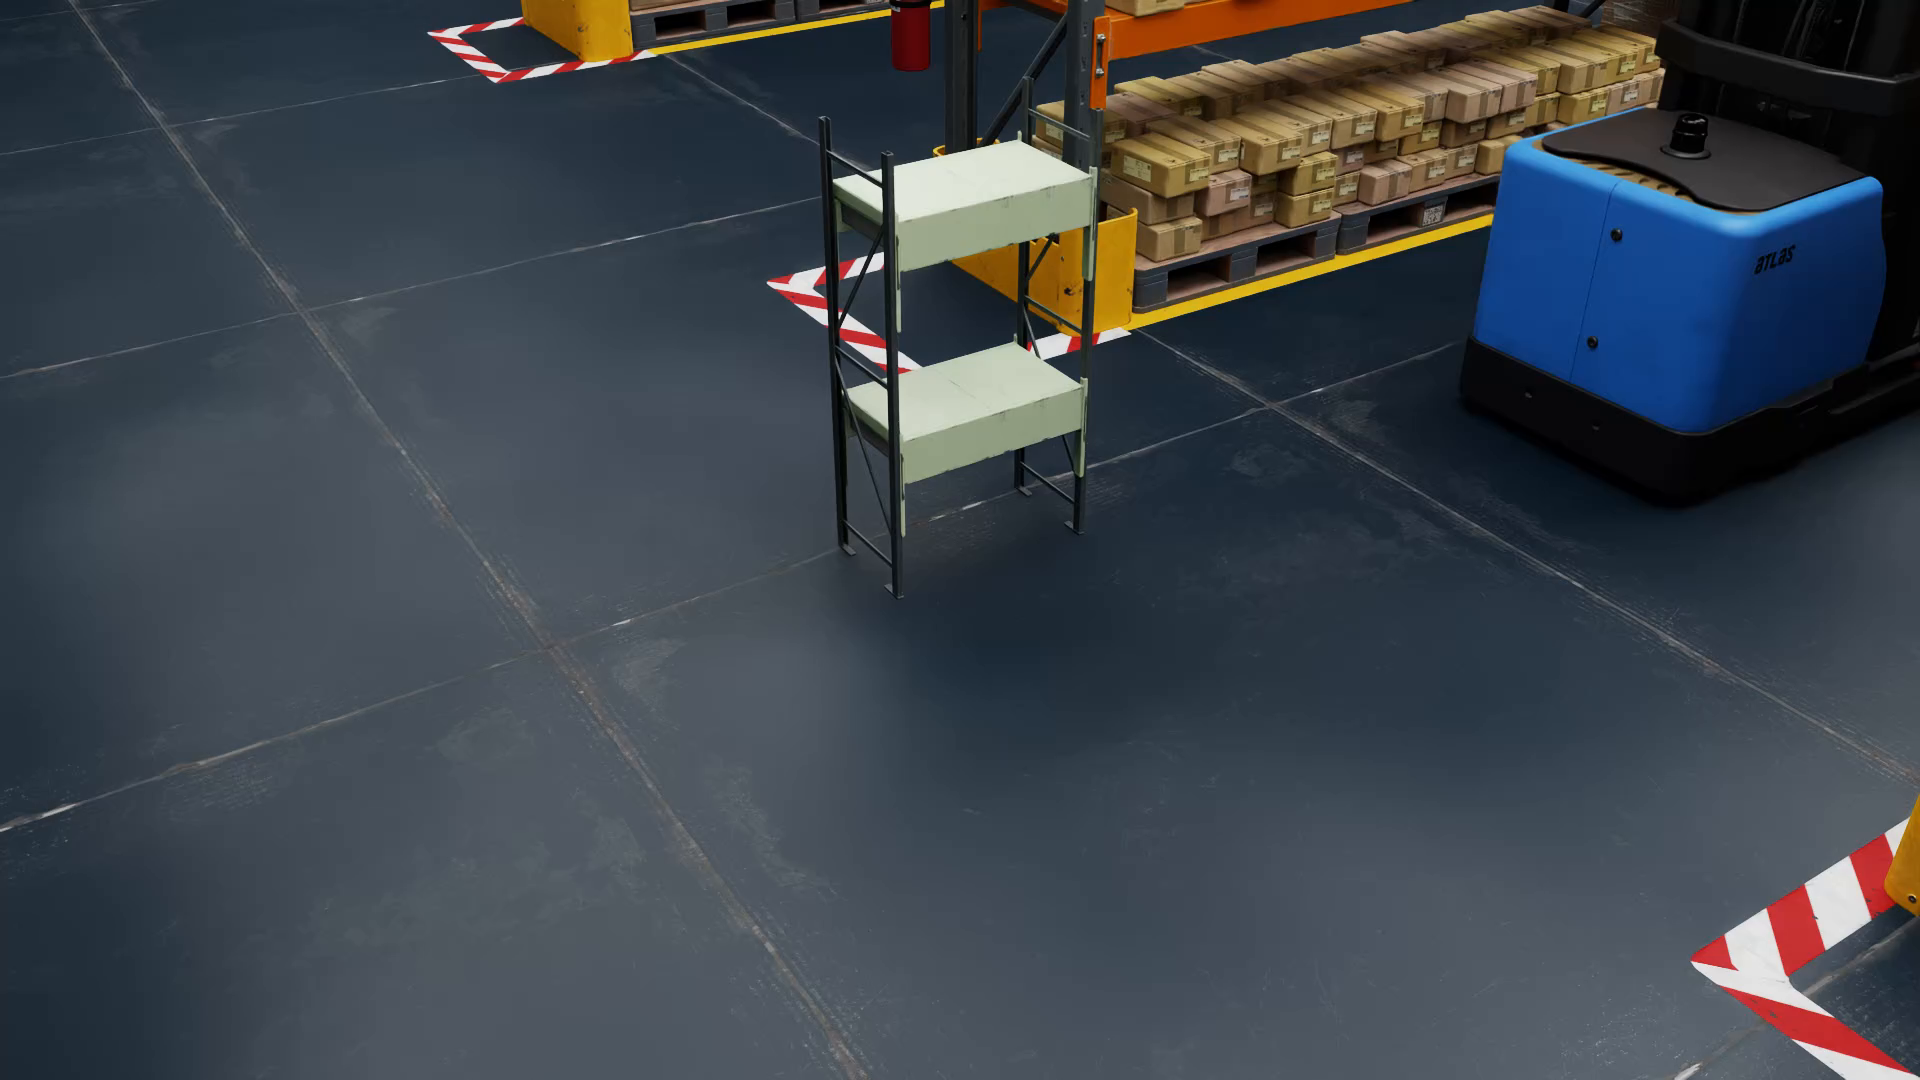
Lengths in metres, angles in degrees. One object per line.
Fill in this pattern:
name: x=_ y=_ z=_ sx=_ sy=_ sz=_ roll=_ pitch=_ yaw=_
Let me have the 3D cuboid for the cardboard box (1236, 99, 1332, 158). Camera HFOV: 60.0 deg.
cardboard box: x=1.485 y=-1.894 z=7.662 sx=0.250 sy=0.149 sz=0.380 roll=-21 pitch=38 yaw=-30

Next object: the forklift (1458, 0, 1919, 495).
forklift: x=3.468 y=-2.002 z=6.177 sx=3.031 sy=2.935 sz=1.130 roll=-20 pitch=37 yaw=-28

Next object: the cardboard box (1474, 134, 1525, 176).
cardboard box: x=2.597 y=-1.976 z=8.350 sx=0.250 sy=0.149 sz=0.380 roll=-19 pitch=37 yaw=-27

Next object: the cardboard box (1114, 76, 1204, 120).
cardboard box: x=0.948 y=-2.083 z=7.961 sx=0.250 sy=0.149 sz=0.380 roll=-20 pitch=37 yaw=-28

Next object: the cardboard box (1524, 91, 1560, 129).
cardboard box: x=2.819 y=-2.236 z=8.483 sx=0.250 sy=0.149 sz=0.380 roll=-19 pitch=37 yaw=-27

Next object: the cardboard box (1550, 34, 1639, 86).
cardboard box: x=3.260 y=-2.482 z=8.594 sx=0.250 sy=0.149 sz=0.380 roll=-18 pitch=37 yaw=-27

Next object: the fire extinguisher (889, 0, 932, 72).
fire extinguisher: x=-0.212 y=-2.357 z=7.098 sx=0.183 sy=0.674 sz=0.296 roll=-19 pitch=37 yaw=-27

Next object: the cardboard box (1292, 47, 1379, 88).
cardboard box: x=1.882 y=-2.347 z=8.379 sx=0.250 sy=0.149 sz=0.380 roll=-19 pitch=37 yaw=-27

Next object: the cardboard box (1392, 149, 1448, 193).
cardboard box: x=2.156 y=-1.847 z=8.144 sx=0.250 sy=0.149 sz=0.380 roll=-19 pitch=37 yaw=-27

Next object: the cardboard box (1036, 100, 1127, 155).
cardboard box: x=0.557 y=-1.904 z=7.677 sx=0.250 sy=0.149 sz=0.380 roll=-19 pitch=37 yaw=-27

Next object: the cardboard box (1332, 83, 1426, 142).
cardboard box: x=1.969 y=-2.026 z=7.870 sx=0.250 sy=0.149 sz=0.380 roll=-18 pitch=37 yaw=-27

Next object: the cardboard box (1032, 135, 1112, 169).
cardboard box: x=0.538 y=-1.792 z=7.779 sx=0.250 sy=0.149 sz=0.380 roll=-20 pitch=37 yaw=-29

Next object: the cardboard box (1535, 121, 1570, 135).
cardboard box: x=3.016 y=-2.133 z=8.598 sx=0.250 sy=0.149 sz=0.380 roll=-20 pitch=38 yaw=-29

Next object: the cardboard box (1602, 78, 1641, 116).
cardboard box: x=3.298 y=-2.350 z=8.664 sx=0.250 sy=0.149 sz=0.380 roll=-21 pitch=38 yaw=-29

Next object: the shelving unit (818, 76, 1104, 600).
shelving unit: x=0.006 y=-0.636 z=5.353 sx=0.755 sy=1.500 sz=0.431 roll=-19 pitch=37 yaw=-27

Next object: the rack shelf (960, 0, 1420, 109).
rack shelf: x=1.930 y=-2.688 z=7.873 sx=4.000 sy=0.370 sz=1.077 roll=-19 pitch=37 yaw=-27

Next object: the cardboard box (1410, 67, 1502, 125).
cardboard box: x=2.397 y=-2.164 z=8.090 sx=0.250 sy=0.149 sz=0.380 roll=-20 pitch=38 yaw=-29

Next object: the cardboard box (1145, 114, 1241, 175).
cardboard box: x=1.040 y=-1.770 z=7.465 sx=0.250 sy=0.149 sz=0.380 roll=-18 pitch=37 yaw=-26

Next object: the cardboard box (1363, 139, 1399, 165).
cardboard box: x=1.899 y=-1.954 z=8.035 sx=0.250 sy=0.149 sz=0.380 roll=-17 pitch=36 yaw=-25

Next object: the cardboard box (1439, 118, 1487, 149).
cardboard box: x=2.379 y=-2.086 z=8.244 sx=0.250 sy=0.149 sz=0.380 roll=-21 pitch=38 yaw=-29

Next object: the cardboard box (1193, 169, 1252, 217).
cardboard box: x=1.090 y=-1.602 z=7.477 sx=0.250 sy=0.149 sz=0.380 roll=-19 pitch=37 yaw=-27

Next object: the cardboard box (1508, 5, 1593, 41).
cardboard box: x=3.210 y=-2.787 z=9.077 sx=0.250 sy=0.149 sz=0.380 roll=-17 pitch=36 yaw=-25

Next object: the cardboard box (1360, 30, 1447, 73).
cardboard box: x=2.295 y=-2.516 z=8.648 sx=0.250 sy=0.149 sz=0.380 roll=-18 pitch=37 yaw=-26

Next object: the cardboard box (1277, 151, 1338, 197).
cardboard box: x=1.522 y=-1.737 z=7.693 sx=0.250 sy=0.149 sz=0.380 roll=-18 pitch=36 yaw=-26

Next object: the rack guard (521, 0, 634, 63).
rack guard: x=-2.538 y=-3.540 z=10.893 sx=0.348 sy=0.500 sz=1.175 roll=-19 pitch=37 yaw=-27

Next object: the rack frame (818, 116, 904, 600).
rack frame: x=-0.302 y=-0.530 z=5.185 sx=0.023 sy=1.500 sz=0.400 roll=-19 pitch=37 yaw=-27

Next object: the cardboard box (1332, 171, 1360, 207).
cardboard box: x=1.681 y=-1.722 z=7.947 sx=0.250 sy=0.149 sz=0.380 roll=-19 pitch=37 yaw=-27

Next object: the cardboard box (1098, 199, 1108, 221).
cardboard box: x=0.579 y=-1.631 z=7.803 sx=0.250 sy=0.149 sz=0.380 roll=-18 pitch=37 yaw=-26

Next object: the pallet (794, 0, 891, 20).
pallet: x=-0.863 y=-4.042 z=11.959 sx=1.213 sy=0.211 sz=1.003 roll=-19 pitch=37 yaw=-27

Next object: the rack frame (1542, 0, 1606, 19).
rack frame: x=3.611 y=-3.570 z=8.598 sx=0.127 sy=3.000 sz=1.000 roll=-19 pitch=37 yaw=-27

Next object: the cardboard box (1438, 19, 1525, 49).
cardboard box: x=2.760 y=-2.639 z=8.842 sx=0.250 sy=0.149 sz=0.380 roll=-20 pitch=37 yaw=-28

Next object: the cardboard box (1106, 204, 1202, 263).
cardboard box: x=0.863 y=-1.393 z=7.426 sx=0.250 sy=0.149 sz=0.380 roll=-18 pitch=37 yaw=-26

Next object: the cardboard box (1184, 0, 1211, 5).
cardboard box: x=0.891 y=-2.346 z=6.893 sx=0.250 sy=0.149 sz=0.380 roll=-18 pitch=36 yaw=-26

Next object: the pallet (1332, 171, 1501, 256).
pallet: x=2.040 y=-1.826 z=8.446 sx=1.213 sy=0.211 sz=1.003 roll=-19 pitch=37 yaw=-27

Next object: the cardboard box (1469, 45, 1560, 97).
cardboard box: x=2.794 y=-2.367 z=8.412 sx=0.250 sy=0.149 sz=0.380 roll=-18 pitch=36 yaw=-26

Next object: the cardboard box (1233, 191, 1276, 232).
cardboard box: x=1.244 y=-1.581 z=7.723 sx=0.250 sy=0.149 sz=0.380 roll=-19 pitch=37 yaw=-27

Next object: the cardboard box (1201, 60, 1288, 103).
cardboard box: x=1.396 y=-2.232 z=8.197 sx=0.250 sy=0.149 sz=0.380 roll=-18 pitch=36 yaw=-26

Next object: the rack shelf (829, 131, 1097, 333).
rack shelf: x=0.006 y=-0.966 z=5.145 sx=0.720 sy=0.370 sz=0.431 roll=-19 pitch=37 yaw=-27
